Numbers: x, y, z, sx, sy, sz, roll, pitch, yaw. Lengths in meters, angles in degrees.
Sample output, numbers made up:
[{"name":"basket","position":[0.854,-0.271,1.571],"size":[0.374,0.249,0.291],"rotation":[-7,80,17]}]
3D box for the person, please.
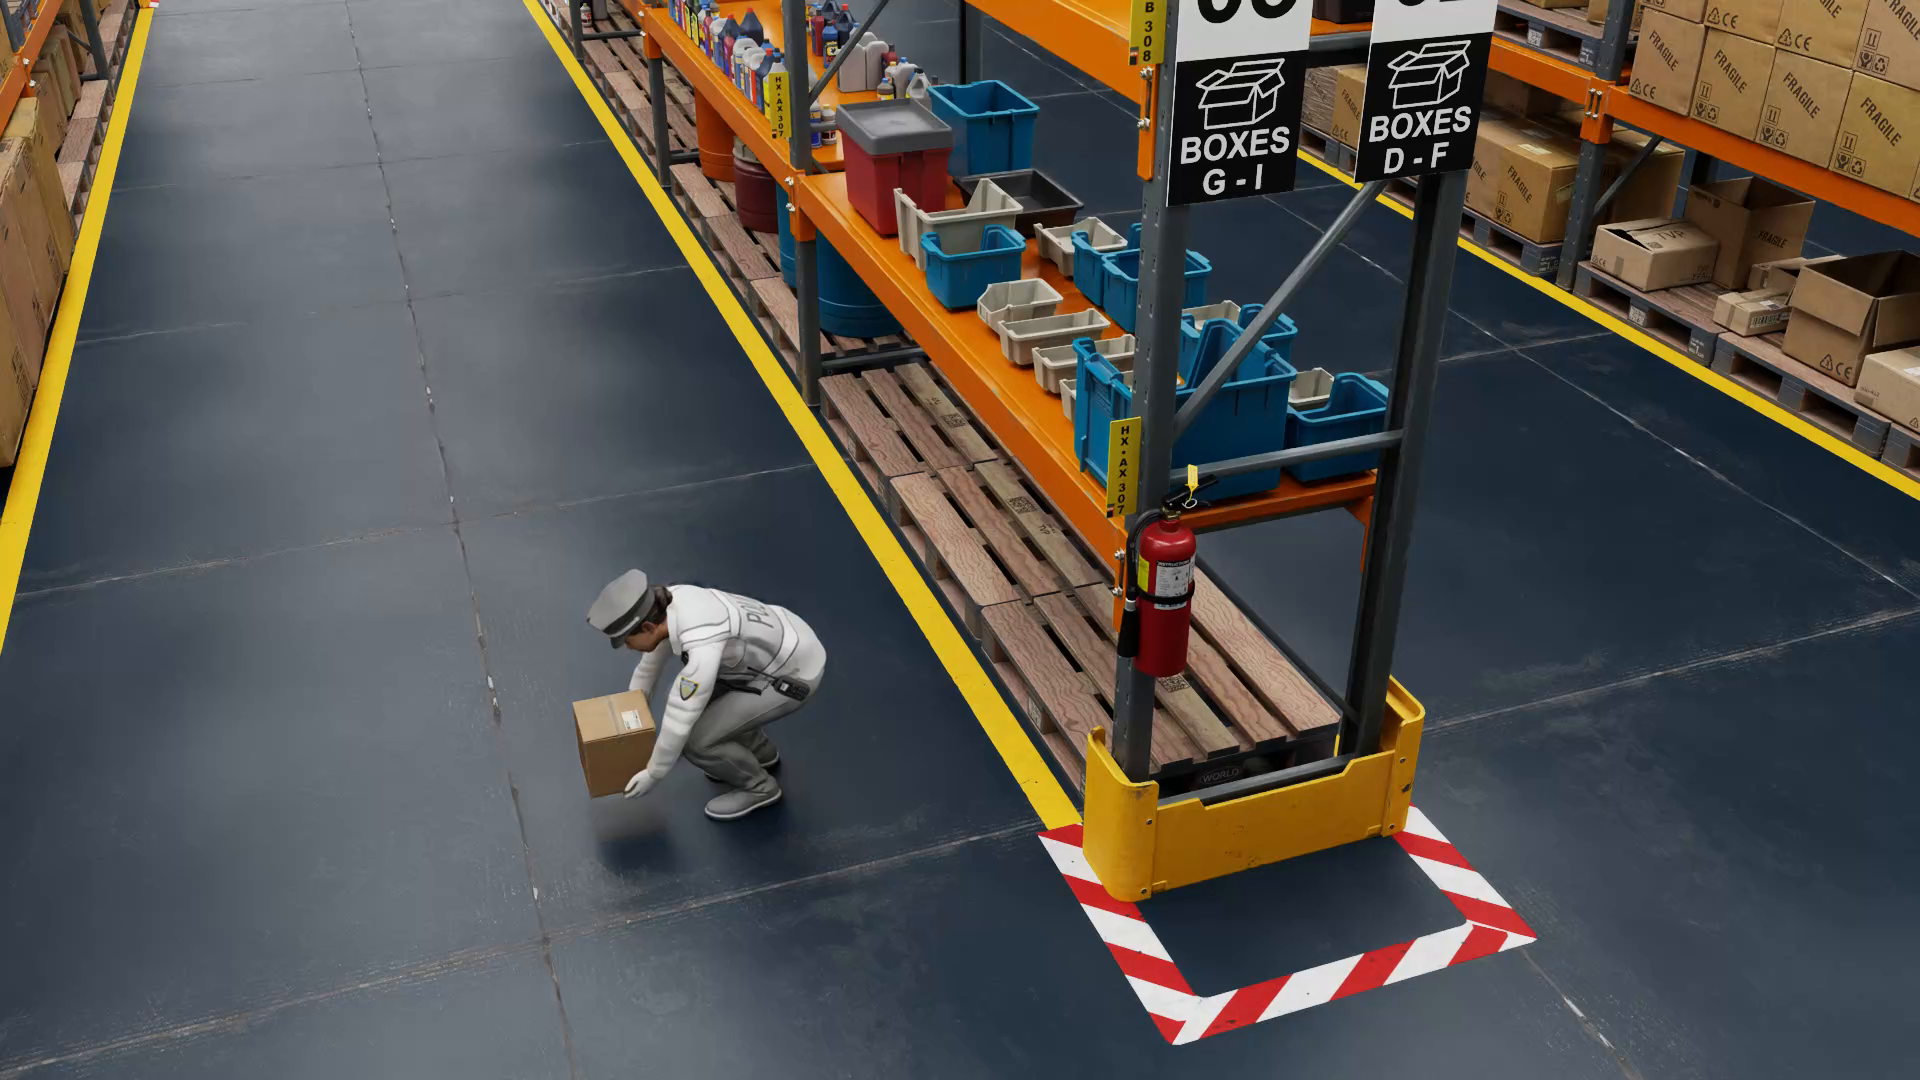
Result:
[{"name":"person","position":[-0.875,0.514,5.890],"size":[0.819,1.020,0.498],"rotation":[-11,32,-18]}]
